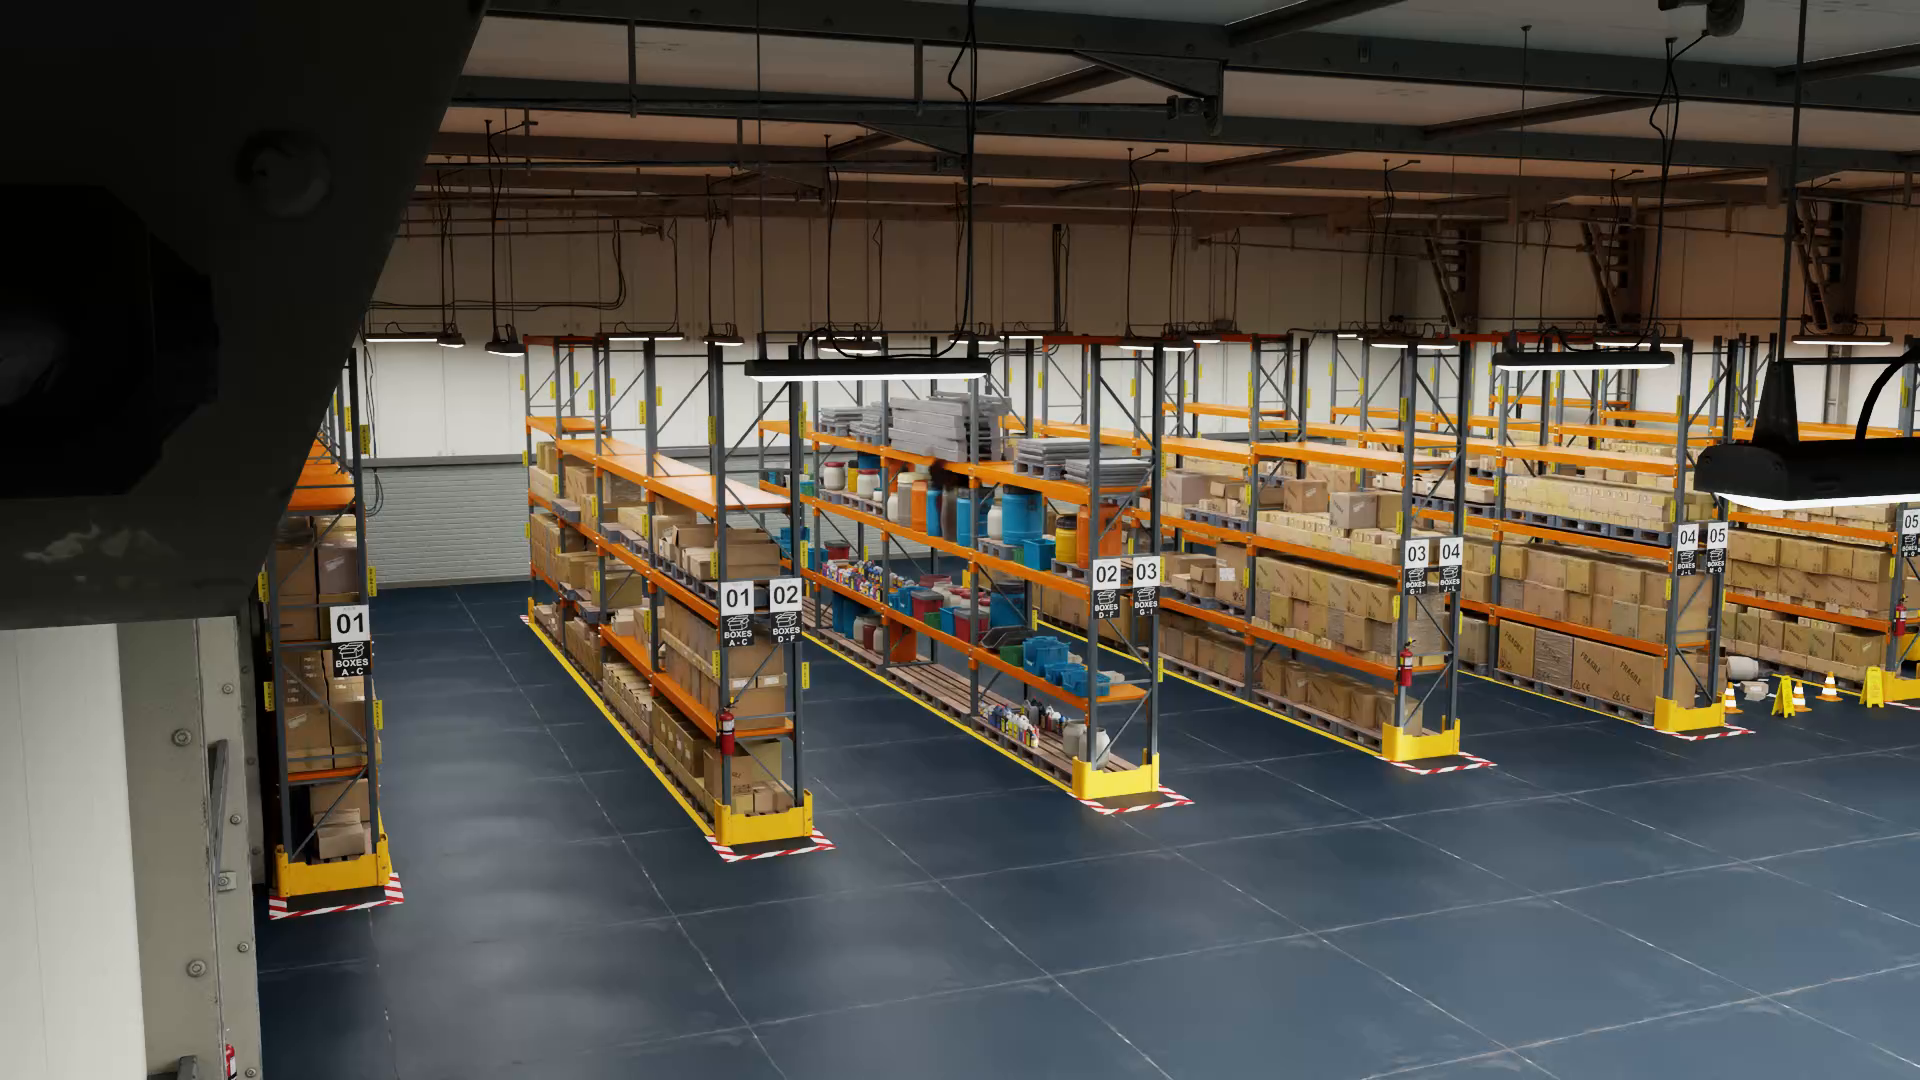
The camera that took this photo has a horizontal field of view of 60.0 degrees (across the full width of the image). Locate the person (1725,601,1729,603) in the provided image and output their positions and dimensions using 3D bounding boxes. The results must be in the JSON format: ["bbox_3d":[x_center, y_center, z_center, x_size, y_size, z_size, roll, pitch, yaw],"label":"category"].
[{"bbox_3d":[15.614,1.013,33.688,0.707,1.717,0.713,-5,9,-35],"label":"person"}]

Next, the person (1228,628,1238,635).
[{"bbox_3d":[5.589,1.075,33.399,0.574,1.647,0.636,-3,8,-23],"label":"person"}]

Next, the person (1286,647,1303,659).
[{"bbox_3d":[6.295,1.436,30.349,0.730,1.732,0.709,-4,9,-28],"label":"person"}]
